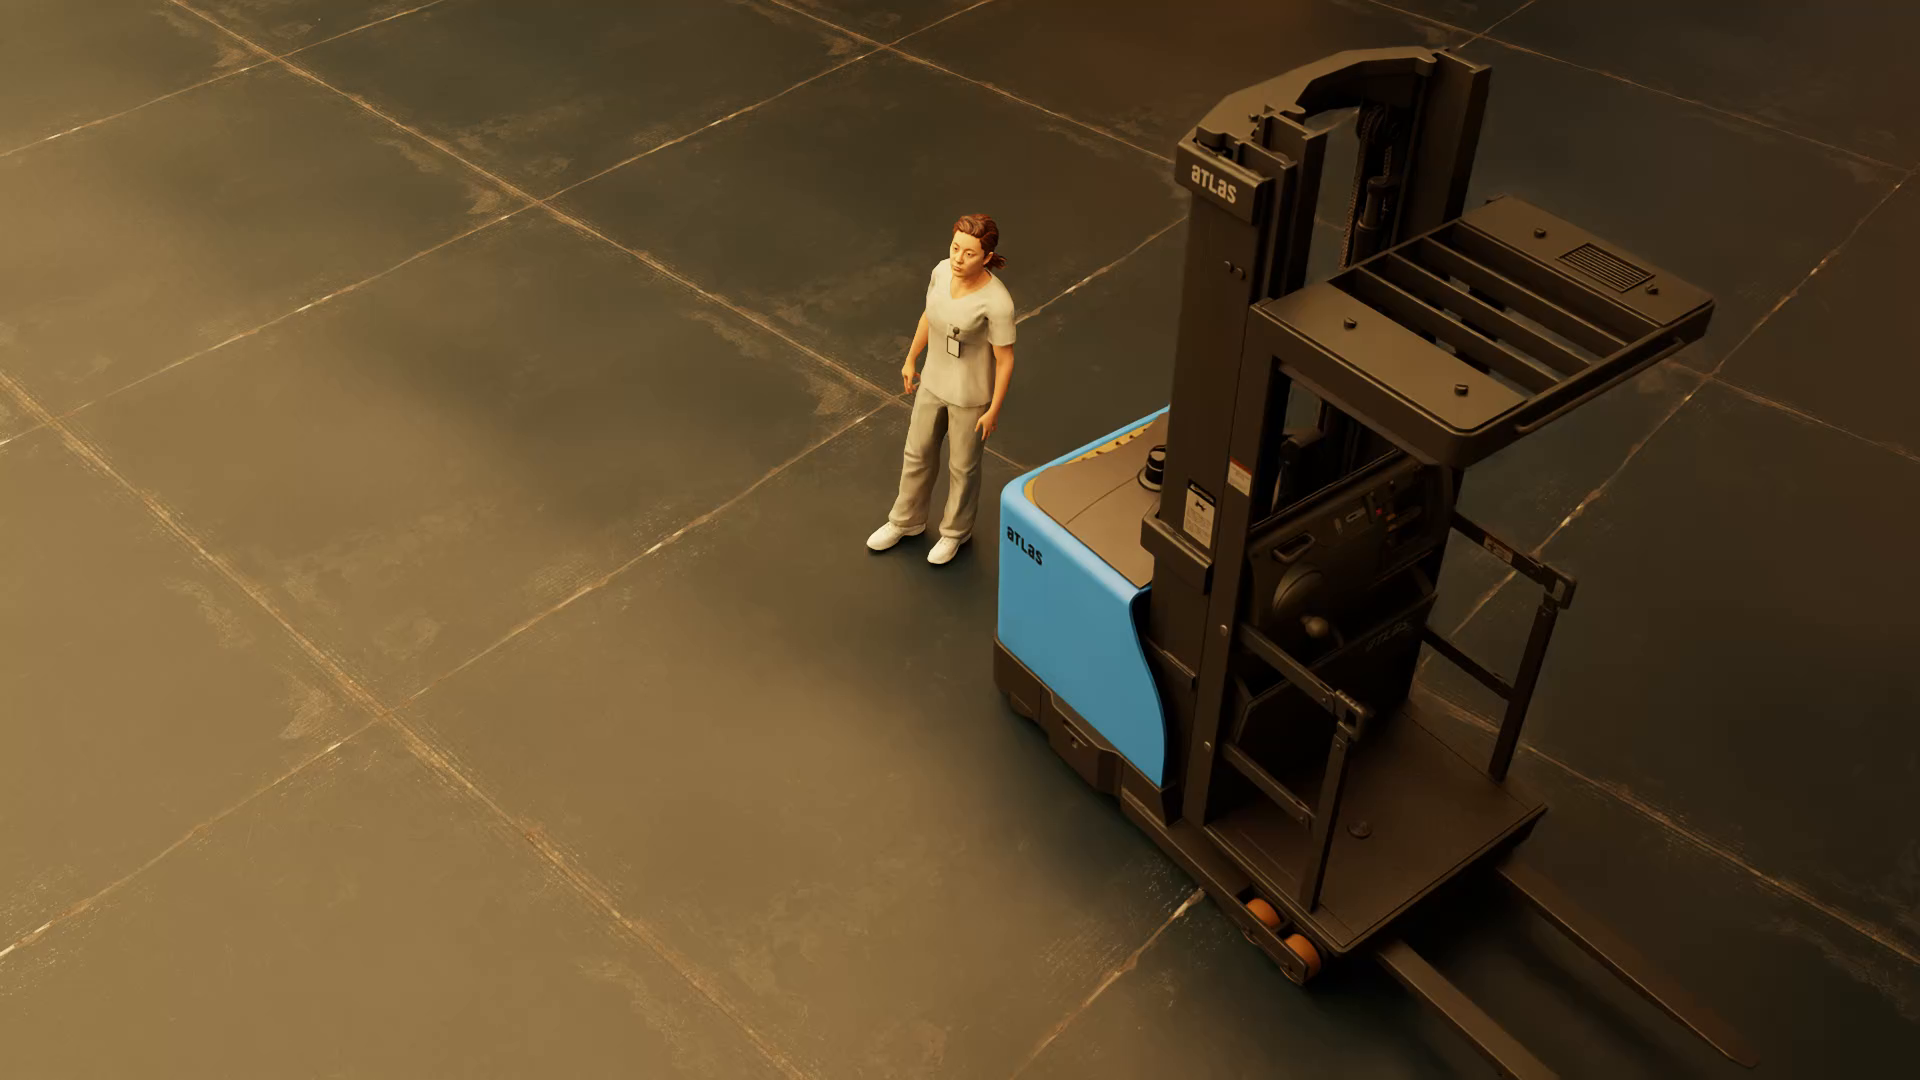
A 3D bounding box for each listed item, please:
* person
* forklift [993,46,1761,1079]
[{"bbox_3d":[-0.060,-0.612,7.094,0.550,1.673,0.548,31,49,31],"label":"person"},{"bbox_3d":[1.421,0.077,5.338,1.130,2.935,3.031,-26,47,-27],"label":"forklift"}]
